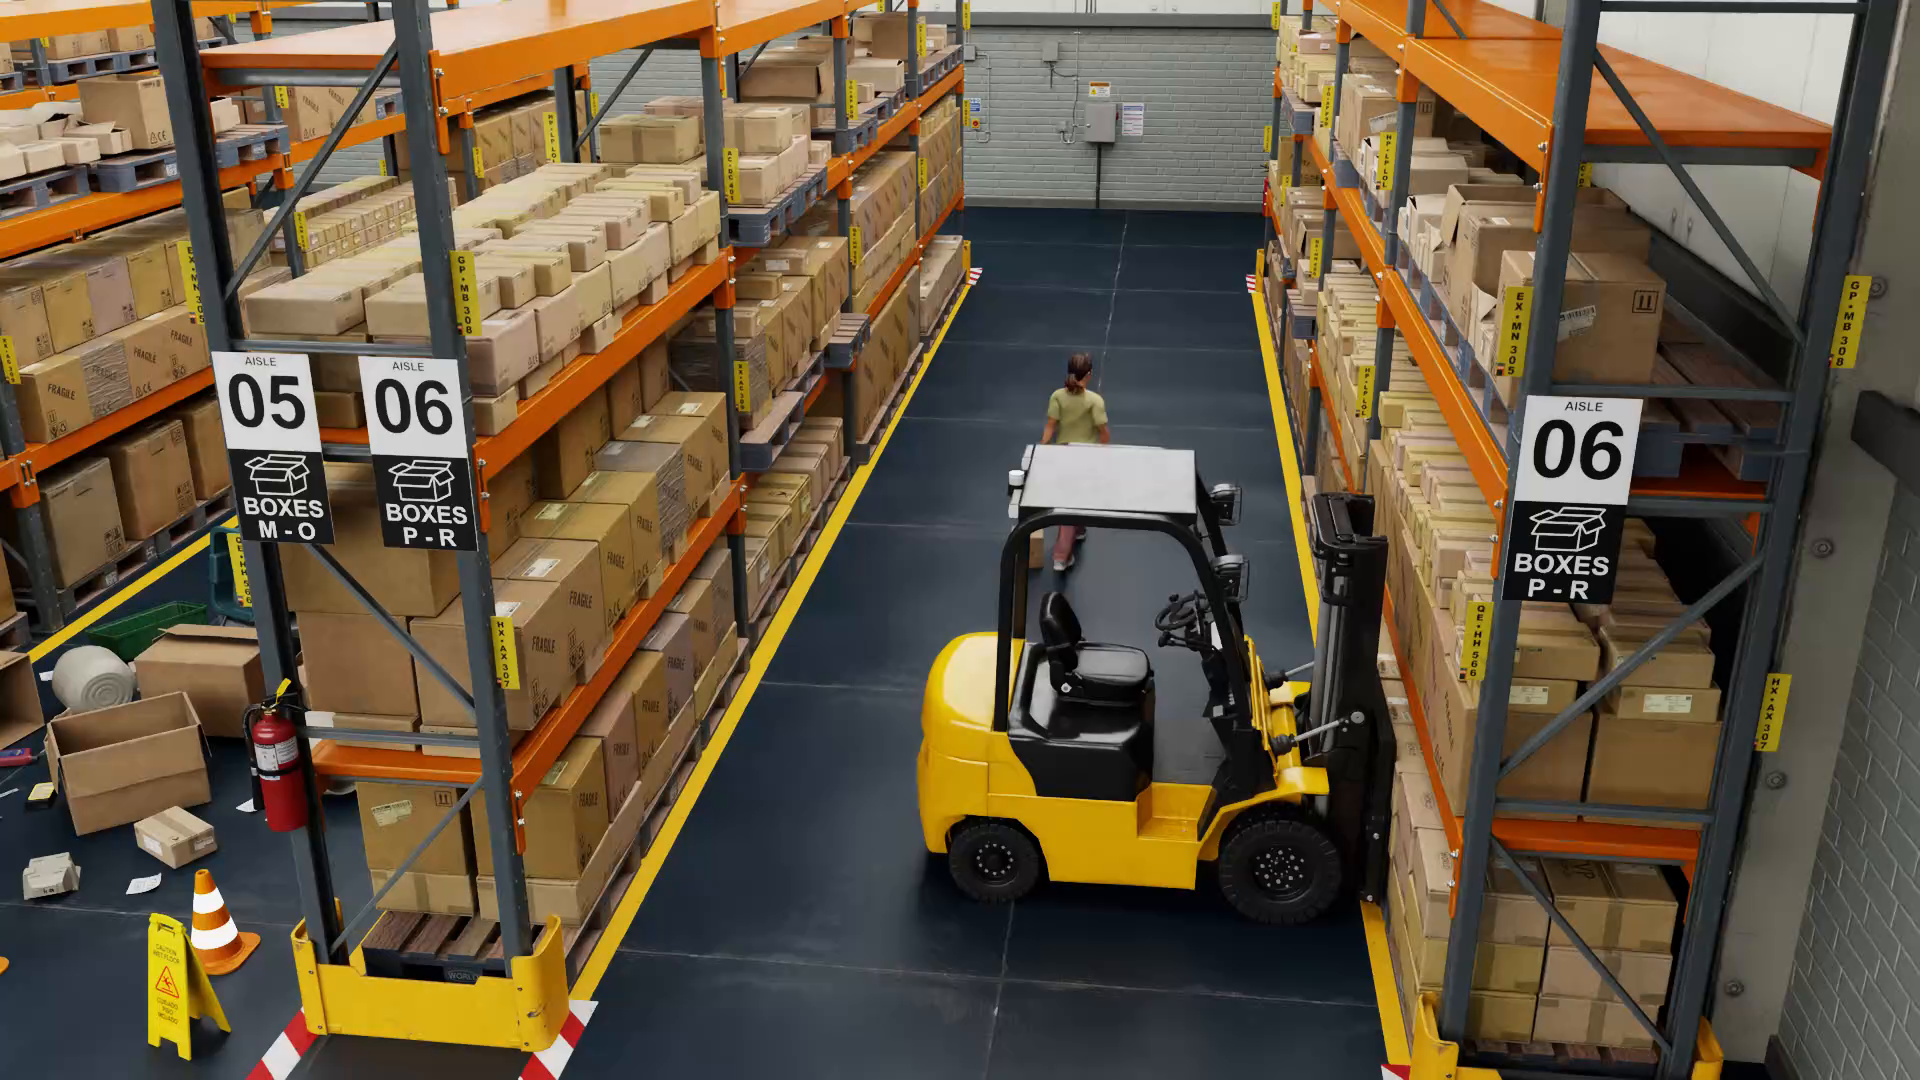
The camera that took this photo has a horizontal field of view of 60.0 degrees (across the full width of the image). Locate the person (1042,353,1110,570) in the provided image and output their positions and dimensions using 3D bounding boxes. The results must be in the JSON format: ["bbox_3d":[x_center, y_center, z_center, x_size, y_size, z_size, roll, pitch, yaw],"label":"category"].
[{"bbox_3d":[0.933,-0.658,12.745,0.491,1.627,0.947,11,24,26],"label":"person"}]
